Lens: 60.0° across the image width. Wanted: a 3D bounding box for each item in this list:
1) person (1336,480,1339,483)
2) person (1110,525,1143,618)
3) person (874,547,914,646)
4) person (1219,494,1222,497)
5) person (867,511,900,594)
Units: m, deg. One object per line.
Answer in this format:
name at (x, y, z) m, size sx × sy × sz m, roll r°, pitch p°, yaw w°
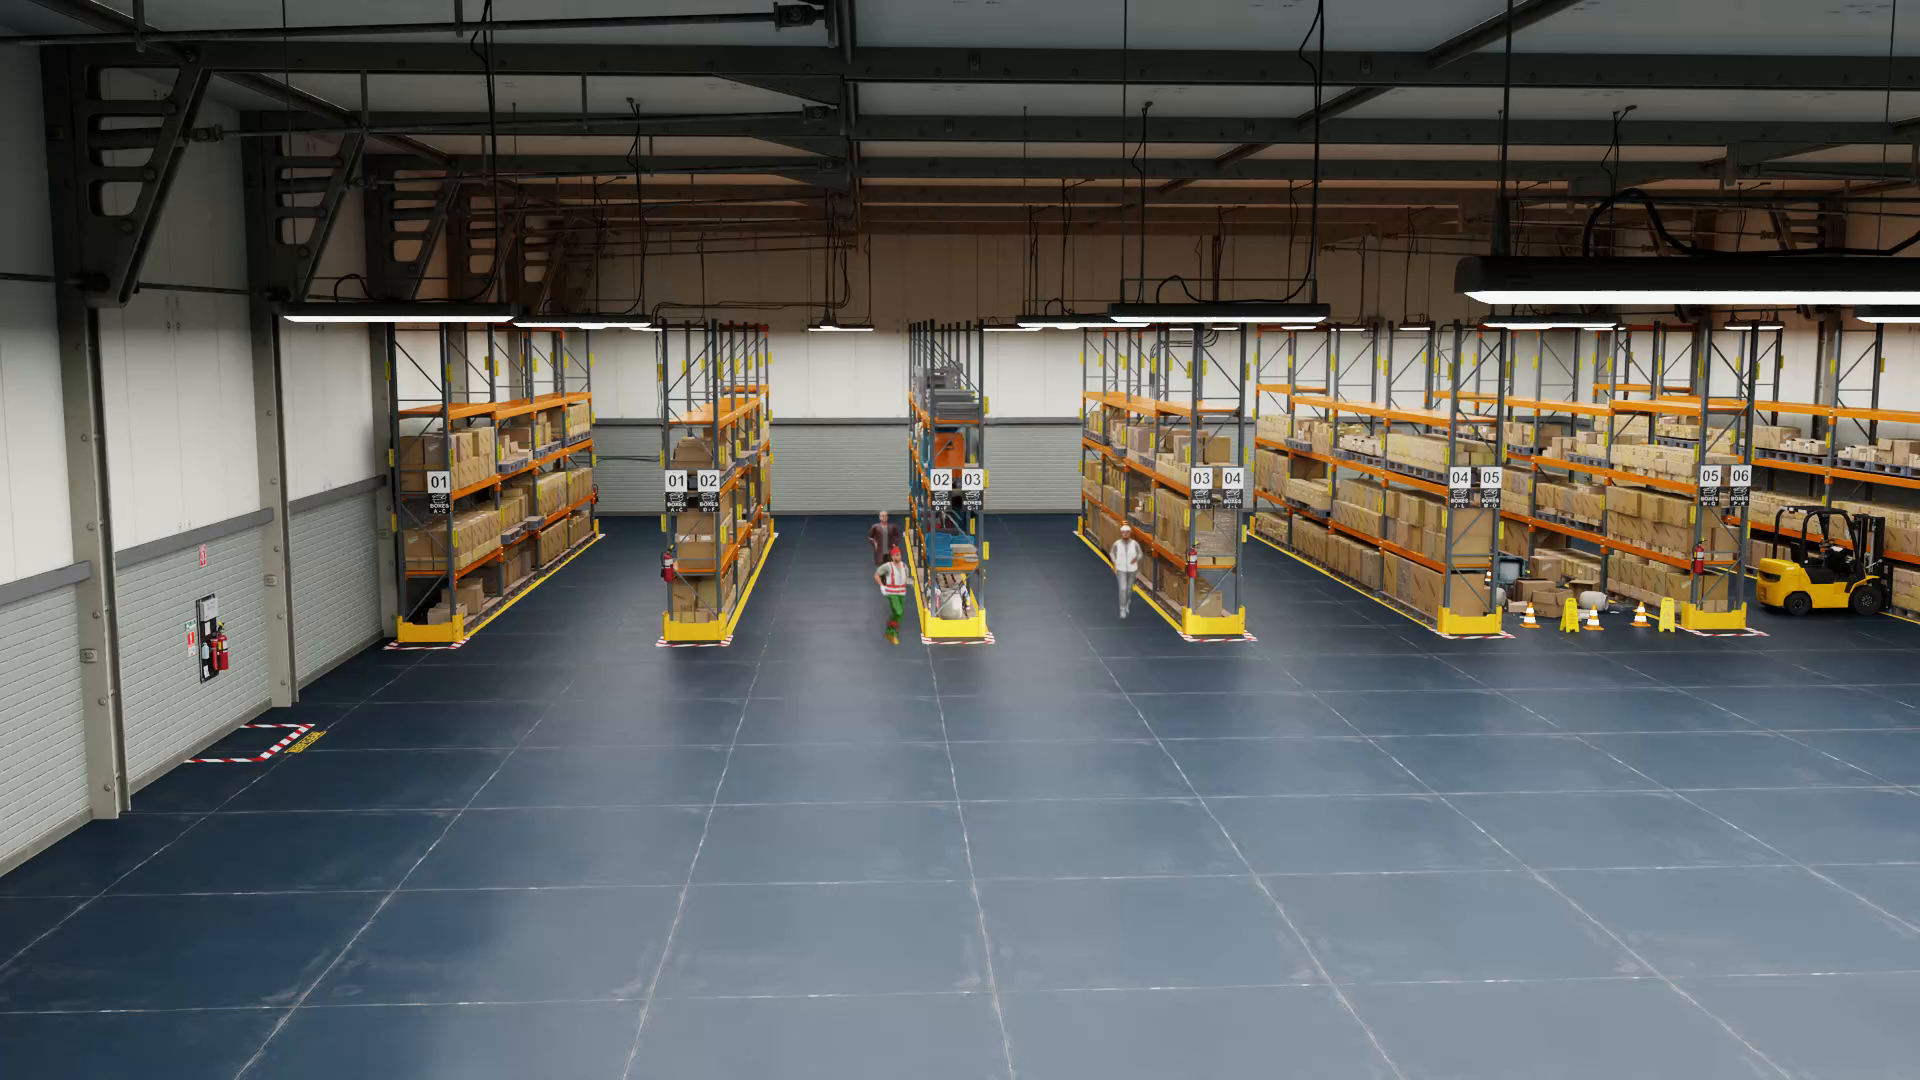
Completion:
person at (10.563, -0.893, 46.996) m, size 0.623 × 1.651 × 0.667 m, roll -1°, pitch 7°, yaw -8°
person at (3.283, 0.603, 32.823) m, size 0.650 × 1.806 × 0.828 m, roll 0°, pitch 7°, yaw 0°
person at (-1.180, 1.042, 30.814) m, size 0.632 × 1.817 × 0.743 m, roll -6°, pitch 9°, yaw -41°
person at (7.350, -0.743, 45.443) m, size 0.672 × 1.765 × 0.836 m, roll 0°, pitch 7°, yaw 2°
person at (-1.578, 0.275, 34.842) m, size 0.705 × 1.756 × 0.616 m, roll -1°, pitch 7°, yaw -9°
